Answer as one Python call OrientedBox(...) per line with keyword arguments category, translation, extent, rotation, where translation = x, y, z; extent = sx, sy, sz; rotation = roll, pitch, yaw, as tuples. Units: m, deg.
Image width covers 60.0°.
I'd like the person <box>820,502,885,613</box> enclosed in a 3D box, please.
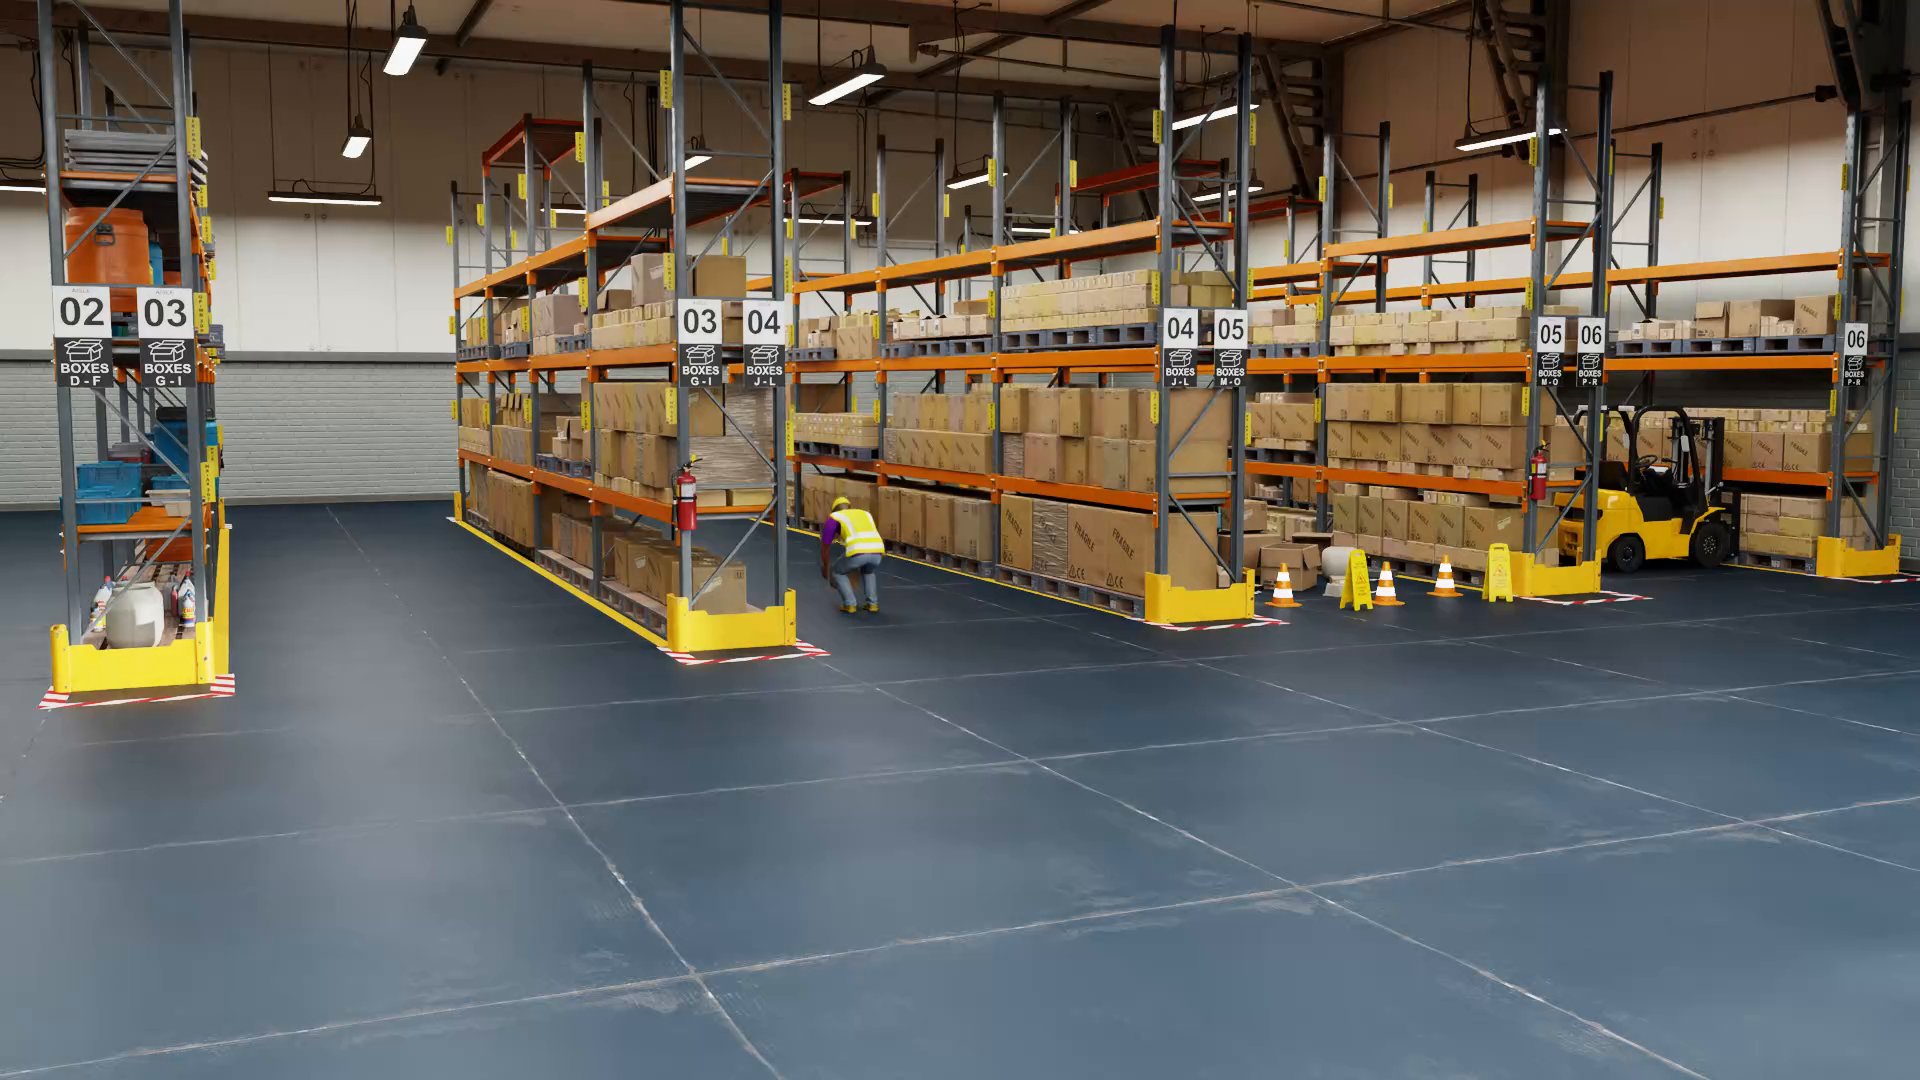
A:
OrientedBox(category="person", translation=(-1.168, 0.182, 17.979), extent=(0.612, 1.156, 0.852), rotation=(-2, 6, -24))
